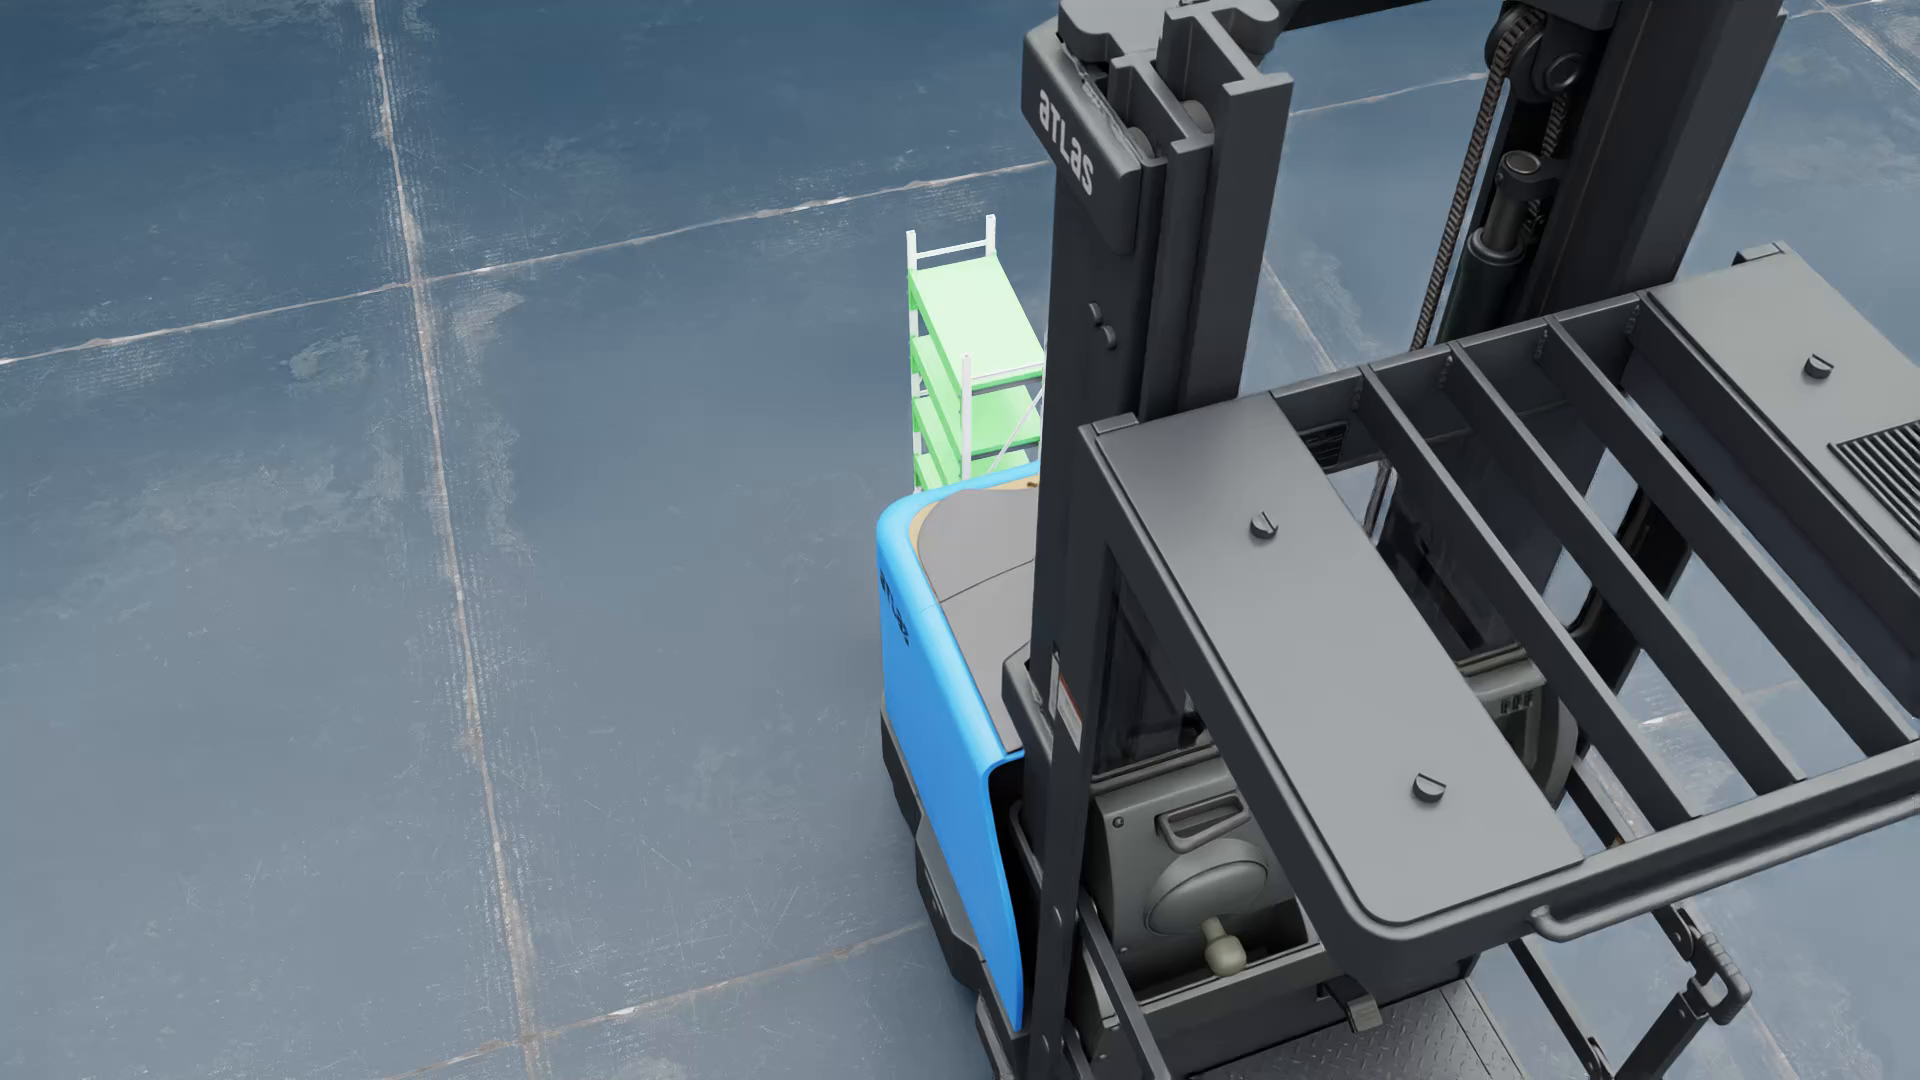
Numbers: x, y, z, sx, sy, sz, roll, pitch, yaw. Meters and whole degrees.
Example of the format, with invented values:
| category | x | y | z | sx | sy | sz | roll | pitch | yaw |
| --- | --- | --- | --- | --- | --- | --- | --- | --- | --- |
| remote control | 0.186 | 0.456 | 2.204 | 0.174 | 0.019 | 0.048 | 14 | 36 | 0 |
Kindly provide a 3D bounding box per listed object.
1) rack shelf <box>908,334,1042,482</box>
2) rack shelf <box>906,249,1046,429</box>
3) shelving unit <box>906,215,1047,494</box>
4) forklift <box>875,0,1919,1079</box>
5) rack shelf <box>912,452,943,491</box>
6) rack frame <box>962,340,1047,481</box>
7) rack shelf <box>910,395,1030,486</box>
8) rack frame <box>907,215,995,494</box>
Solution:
| category | x | y | z | sx | sy | sz | roll | pitch | yaw |
| --- | --- | --- | --- | --- | --- | --- | --- | --- | --- |
| rack shelf | 0.049 | -0.379 | 4.555 | 0.258 | 0.148 | 0.480 | -13 | 51 | -11 |
| rack shelf | 0.049 | -0.534 | 4.371 | 0.258 | 0.148 | 0.480 | -13 | 51 | -11 |
| shelving unit | 0.049 | -0.266 | 4.689 | 0.258 | 1.200 | 0.503 | -13 | 51 | -11 |
| forklift | 0.763 | 0.597 | 2.830 | 1.130 | 2.935 | 3.031 | -15 | 52 | -13 |
| rack shelf | 0.049 | -0.070 | 4.922 | 0.258 | 0.148 | 0.480 | -13 | 51 | -11 |
| rack frame | 0.121 | -0.088 | 4.539 | 0.240 | 1.200 | 0.015 | -13 | 51 | -11 |
| rack shelf | 0.049 | -0.225 | 4.738 | 0.258 | 0.148 | 0.480 | -13 | 51 | -11 |
| rack frame | -0.023 | -0.444 | 4.840 | 0.240 | 1.200 | 0.015 | -13 | 51 | -11 |
